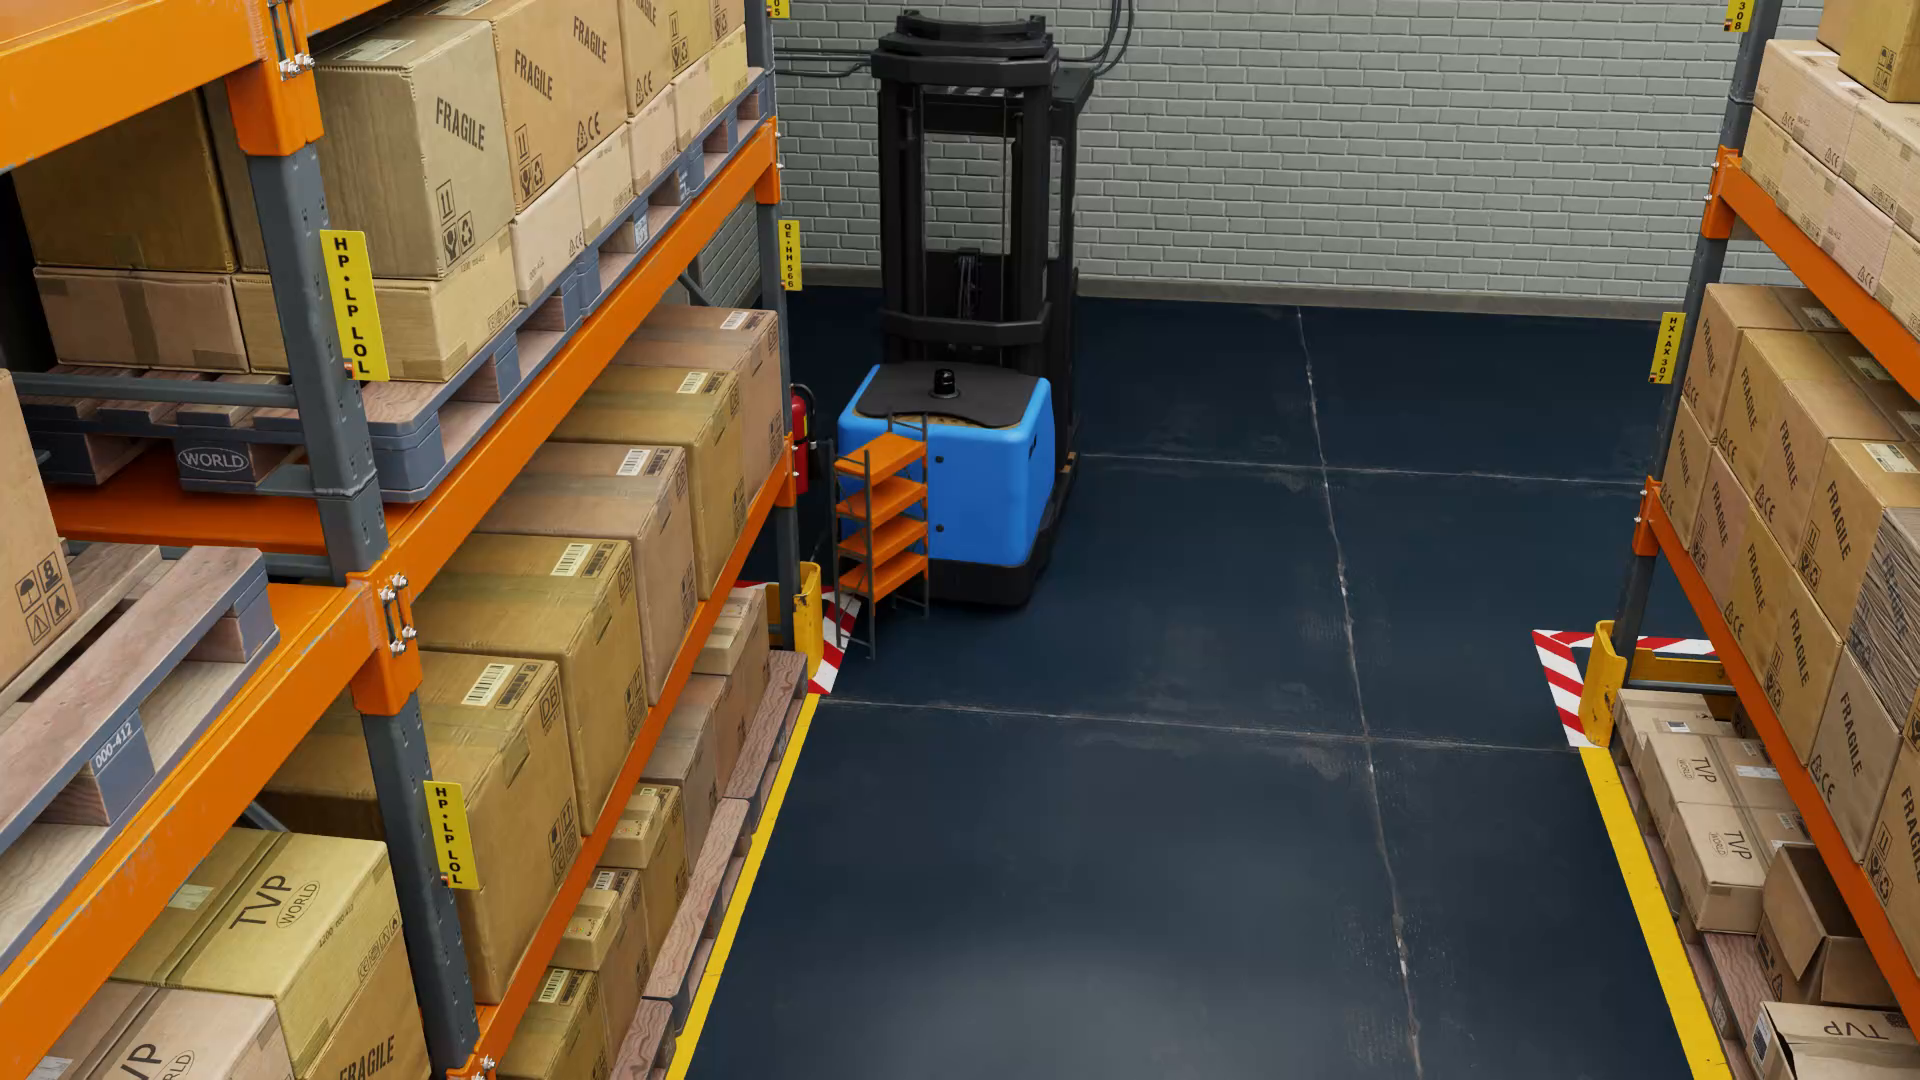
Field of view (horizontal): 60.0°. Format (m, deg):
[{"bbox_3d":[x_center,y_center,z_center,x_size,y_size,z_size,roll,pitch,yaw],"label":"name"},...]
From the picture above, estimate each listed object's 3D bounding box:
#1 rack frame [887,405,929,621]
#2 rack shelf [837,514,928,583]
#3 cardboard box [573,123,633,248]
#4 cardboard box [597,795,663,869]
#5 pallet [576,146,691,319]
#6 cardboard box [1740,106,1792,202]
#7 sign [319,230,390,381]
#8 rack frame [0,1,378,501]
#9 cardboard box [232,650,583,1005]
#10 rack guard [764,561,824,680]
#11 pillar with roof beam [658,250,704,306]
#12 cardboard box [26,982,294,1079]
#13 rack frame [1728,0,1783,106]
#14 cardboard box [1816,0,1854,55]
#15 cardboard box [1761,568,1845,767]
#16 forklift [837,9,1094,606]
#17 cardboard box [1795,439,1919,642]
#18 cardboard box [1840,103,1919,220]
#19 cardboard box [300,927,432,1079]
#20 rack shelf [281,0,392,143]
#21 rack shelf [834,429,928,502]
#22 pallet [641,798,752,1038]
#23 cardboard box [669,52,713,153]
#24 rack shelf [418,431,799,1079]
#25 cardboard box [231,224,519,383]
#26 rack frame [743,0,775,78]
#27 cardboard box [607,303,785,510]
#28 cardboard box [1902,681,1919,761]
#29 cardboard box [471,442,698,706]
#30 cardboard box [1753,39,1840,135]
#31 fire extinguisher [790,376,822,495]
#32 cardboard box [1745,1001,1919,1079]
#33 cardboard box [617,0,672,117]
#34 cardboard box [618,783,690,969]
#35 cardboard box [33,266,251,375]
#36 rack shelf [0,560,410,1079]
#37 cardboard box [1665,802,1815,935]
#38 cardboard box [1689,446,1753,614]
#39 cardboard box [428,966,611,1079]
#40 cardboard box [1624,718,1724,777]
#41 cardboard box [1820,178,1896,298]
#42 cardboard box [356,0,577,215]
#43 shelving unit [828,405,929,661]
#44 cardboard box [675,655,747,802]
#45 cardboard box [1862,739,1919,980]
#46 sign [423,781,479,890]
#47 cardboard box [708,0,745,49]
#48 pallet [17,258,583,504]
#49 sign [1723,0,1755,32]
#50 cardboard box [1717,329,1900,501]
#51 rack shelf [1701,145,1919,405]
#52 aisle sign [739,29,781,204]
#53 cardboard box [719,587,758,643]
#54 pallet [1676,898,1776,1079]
[{"bbox_3d":[-0.269,-0.128,8.722,0.240,1.200,0.015,18,33,29],"label":"rack frame"},{"bbox_3d":[-0.405,0.027,8.576,0.258,0.148,0.480,18,33,29],"label":"rack shelf"},{"bbox_3d":[-1.317,-1.097,5.071,0.500,0.250,0.500,3,28,5],"label":"cardboard box"},{"bbox_3d":[-1.315,1.065,6.119,0.380,0.149,0.250,3,28,5],"label":"cardboard box"},{"bbox_3d":[-1.533,-1.061,5.488,1.003,0.211,1.213,3,28,6],"label":"pallet"},{"bbox_3d":[3.296,-1.447,6.268,0.500,0.250,0.500,3,28,6],"label":"cardboard box"},{"bbox_3d":[-1.256,-0.482,3.443,0.100,0.325,0.005,3,28,6],"label":"sign"},{"bbox_3d":[-1.795,-1.464,2.979,1.000,3.000,0.127,3,28,6],"label":"rack frame"},{"bbox_3d":[-1.713,0.791,4.803,0.980,0.700,0.700,4,29,7],"label":"cardboard box"},{"bbox_3d":[-1.302,0.384,8.511,1.175,0.500,0.348,3,28,6],"label":"rack guard"},{"bbox_3d":[2.440,-4.418,8.462,9.100,9.000,0.400,3,28,6],"label":"pillar with roof beam"},{"bbox_3d":[-1.671,1.138,3.244,0.500,0.250,0.500,4,29,7],"label":"cardboard box"},{"bbox_3d":[3.612,-3.060,5.943,1.000,3.000,0.127,3,28,6],"label":"rack frame"},{"bbox_3d":[3.565,-1.981,5.943,0.700,0.500,0.500,3,28,6],"label":"cardboard box"},{"bbox_3d":[3.110,0.445,5.657,0.500,0.500,0.500,4,29,7],"label":"cardboard box"},{"bbox_3d":[0.143,-1.617,9.661,1.130,2.935,3.031,6,29,10],"label":"forklift"},{"bbox_3d":[3.112,0.011,5.407,0.500,0.500,0.500,3,28,6],"label":"cardboard box"},{"bbox_3d":[3.167,-1.197,5.277,0.500,0.250,0.500,3,28,6],"label":"cardboard box"},{"bbox_3d":[-1.602,1.226,3.872,0.500,0.500,0.500,3,28,5],"label":"cardboard box"},{"bbox_3d":[-1.550,-1.912,4.992,1.077,0.370,4.000,3,28,6],"label":"rack shelf"},{"bbox_3d":[-0.405,-0.378,8.358,0.258,0.148,0.480,18,33,29],"label":"rack shelf"},{"bbox_3d":[-1.477,1.476,6.788,1.003,0.211,1.213,3,28,6],"label":"pallet"},{"bbox_3d":[-1.194,-1.584,5.974,0.500,0.250,0.500,2,28,4],"label":"cardboard box"},{"bbox_3d":[-1.550,0.553,6.320,1.077,0.370,4.000,3,28,6],"label":"rack shelf"},{"bbox_3d":[-1.449,-0.616,4.178,0.500,0.250,0.500,3,28,6],"label":"cardboard box"},{"bbox_3d":[-1.305,-3.347,6.474,1.000,3.000,0.127,3,28,6],"label":"rack frame"},{"bbox_3d":[-1.358,-0.597,7.379,0.980,0.700,0.700,5,29,9],"label":"cardboard box"},{"bbox_3d":[2.987,0.485,4.528,0.500,0.500,0.500,3,28,5],"label":"cardboard box"},{"bbox_3d":[-1.538,0.105,6.077,0.980,0.700,0.700,2,28,4],"label":"cardboard box"},{"bbox_3d":[3.290,-1.667,6.150,0.500,0.250,0.500,3,28,6],"label":"cardboard box"},{"bbox_3d":[-0.829,-0.551,8.086,0.296,0.674,0.183,3,28,6],"label":"fire extinguisher"},{"bbox_3d":[3.002,1.816,5.588,0.500,0.311,0.500,3,28,6],"label":"cardboard box"},{"bbox_3d":[-1.252,-1.678,5.358,0.500,0.500,0.500,2,28,4],"label":"cardboard box"},{"bbox_3d":[-1.472,1.269,6.424,0.700,0.500,0.500,4,29,7],"label":"cardboard box"},{"bbox_3d":[-1.944,-0.642,4.226,0.500,0.250,0.500,4,29,7],"label":"cardboard box"},{"bbox_3d":[-2.040,1.115,2.114,1.077,0.370,4.000,3,28,6],"label":"rack shelf"},{"bbox_3d":[3.141,1.308,6.595,0.500,0.250,0.500,3,28,6],"label":"cardboard box"},{"bbox_3d":[3.238,-0.027,6.531,0.500,0.500,0.500,3,28,6],"label":"cardboard box"},{"bbox_3d":[-1.602,1.747,5.537,0.700,0.500,0.500,4,29,7],"label":"cardboard box"},{"bbox_3d":[3.189,0.929,7.386,0.380,0.166,0.250,3,28,6],"label":"cardboard box"},{"bbox_3d":[3.163,-0.977,5.396,0.500,0.250,0.500,3,28,6],"label":"cardboard box"},{"bbox_3d":[-1.373,-1.198,4.467,0.500,0.500,0.500,3,28,5],"label":"cardboard box"},{"bbox_3d":[-0.405,-0.032,8.544,0.258,1.200,0.503,18,33,29],"label":"shelving unit"},{"bbox_3d":[-1.353,0.781,7.330,0.700,0.500,0.500,3,28,6],"label":"cardboard box"},{"bbox_3d":[2.990,0.927,4.762,0.500,0.500,0.500,4,29,8],"label":"cardboard box"},{"bbox_3d":[-1.256,0.730,4.096,0.100,0.325,0.005,3,28,6],"label":"sign"},{"bbox_3d":[-1.124,-2.159,6.251,0.500,0.500,0.500,3,28,6],"label":"cardboard box"},{"bbox_3d":[-1.685,-0.489,4.425,1.003,0.211,1.213,3,28,6],"label":"pallet"},{"bbox_3d":[3.073,-2.156,6.505,0.100,0.325,0.005,3,28,6],"label":"sign"},{"bbox_3d":[3.239,-0.463,6.288,0.500,0.500,0.500,4,29,7],"label":"cardboard box"},{"bbox_3d":[3.367,-0.482,5.077,1.077,0.370,4.000,3,28,6],"label":"rack shelf"},{"bbox_3d":[-0.999,-1.866,7.311,0.394,0.787,0.004,3,28,6],"label":"aisle sign"},{"bbox_3d":[-1.127,0.331,7.482,0.380,0.149,0.250,3,28,6],"label":"cardboard box"},{"bbox_3d":[3.354,1.792,6.201,1.003,0.211,1.213,3,28,6],"label":"pallet"}]
